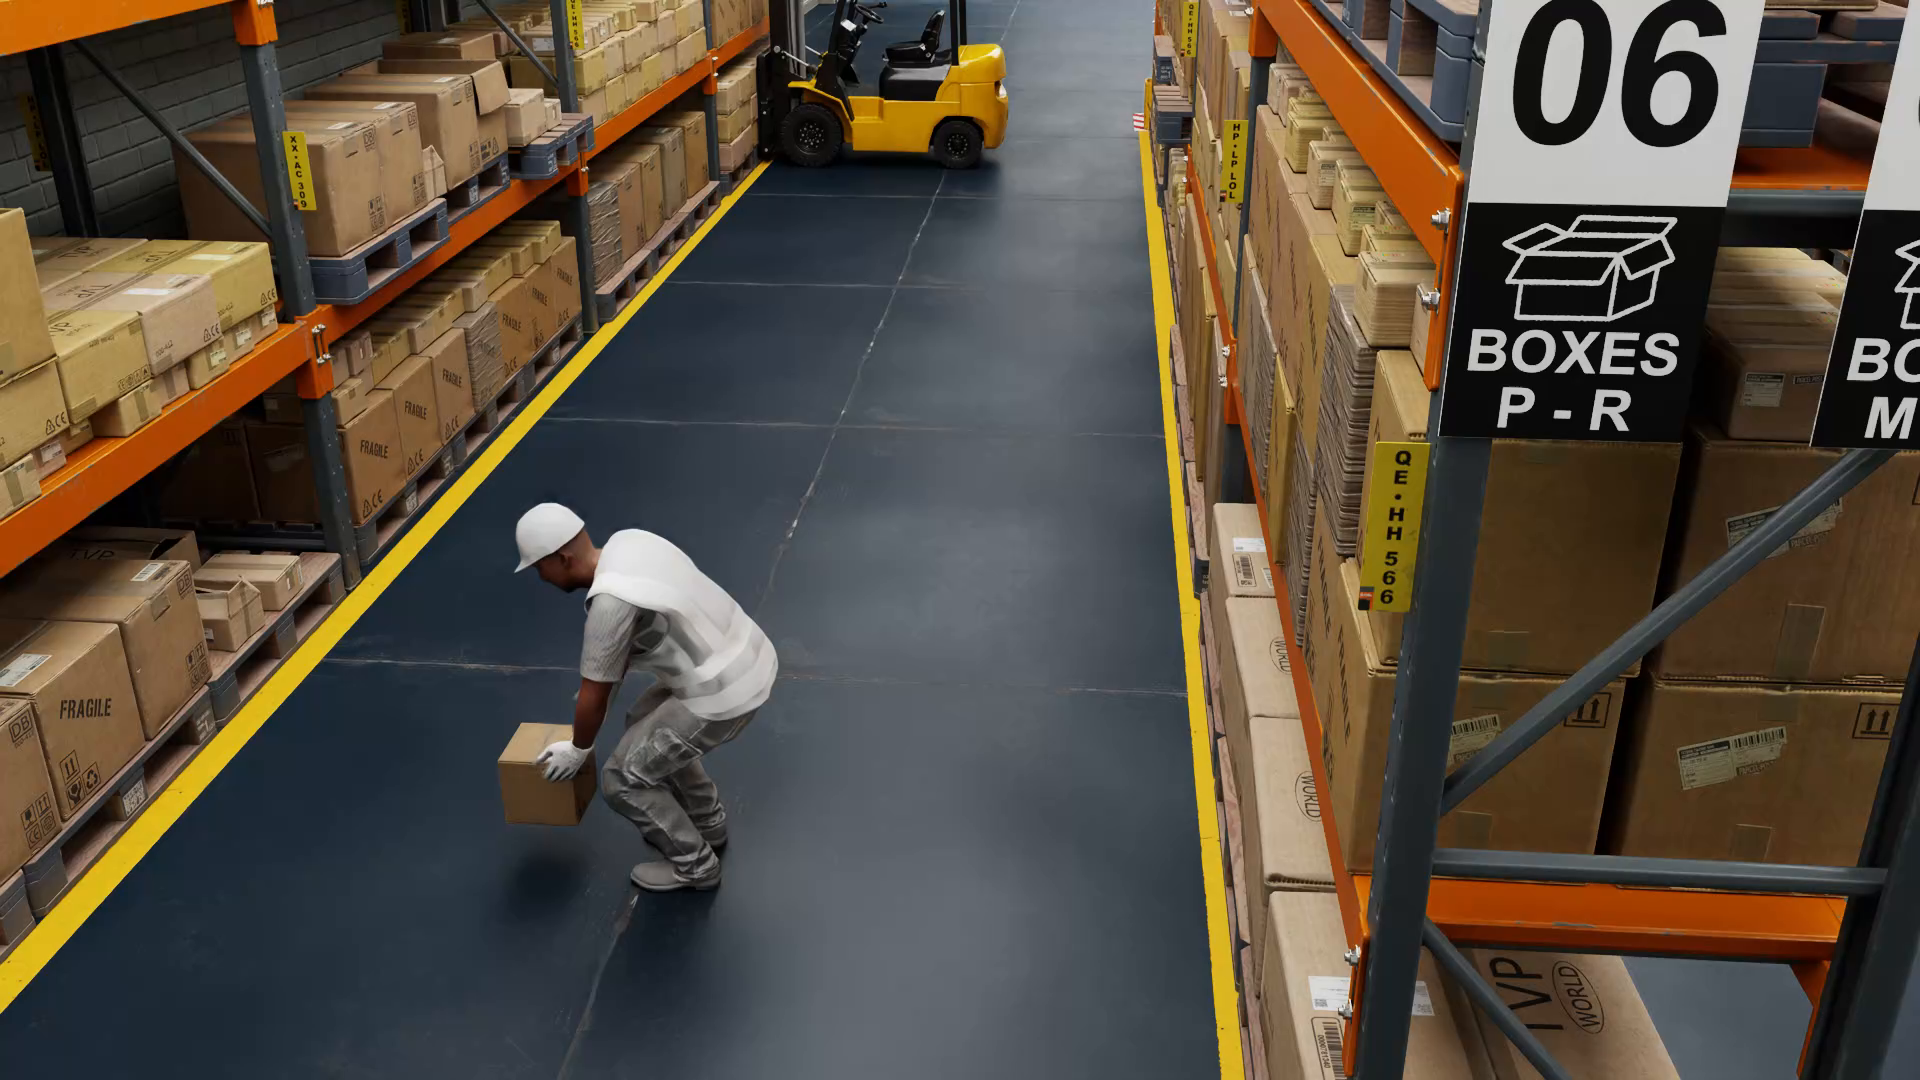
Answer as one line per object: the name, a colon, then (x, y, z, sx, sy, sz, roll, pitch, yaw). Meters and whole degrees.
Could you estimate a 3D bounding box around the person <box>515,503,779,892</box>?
person: (-1.009, 0.513, 5.468, 0.801, 1.352, 0.613, 2, 24, 4)
